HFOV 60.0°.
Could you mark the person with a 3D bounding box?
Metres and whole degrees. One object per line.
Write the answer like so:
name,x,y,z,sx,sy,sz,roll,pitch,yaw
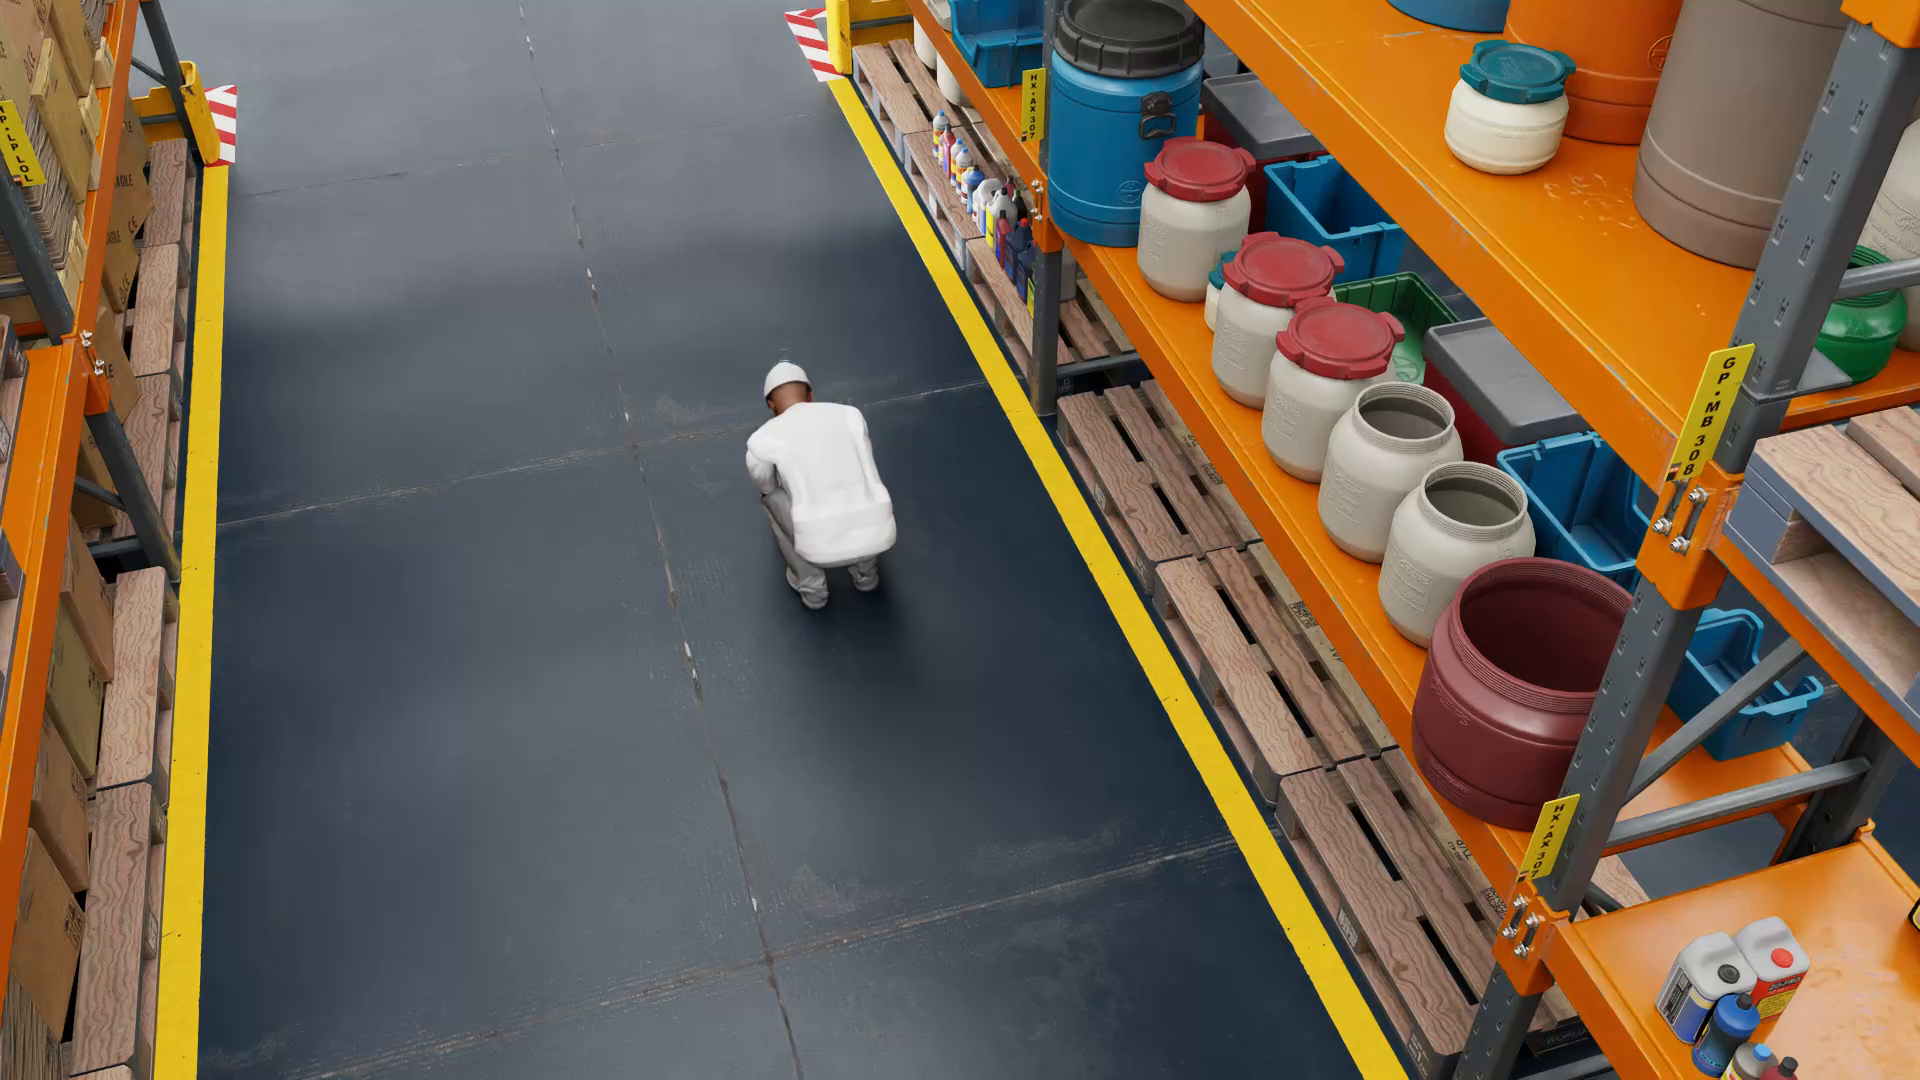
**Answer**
person,-0.608,-0.191,7.106,0.543,0.890,0.915,-12,43,-13
